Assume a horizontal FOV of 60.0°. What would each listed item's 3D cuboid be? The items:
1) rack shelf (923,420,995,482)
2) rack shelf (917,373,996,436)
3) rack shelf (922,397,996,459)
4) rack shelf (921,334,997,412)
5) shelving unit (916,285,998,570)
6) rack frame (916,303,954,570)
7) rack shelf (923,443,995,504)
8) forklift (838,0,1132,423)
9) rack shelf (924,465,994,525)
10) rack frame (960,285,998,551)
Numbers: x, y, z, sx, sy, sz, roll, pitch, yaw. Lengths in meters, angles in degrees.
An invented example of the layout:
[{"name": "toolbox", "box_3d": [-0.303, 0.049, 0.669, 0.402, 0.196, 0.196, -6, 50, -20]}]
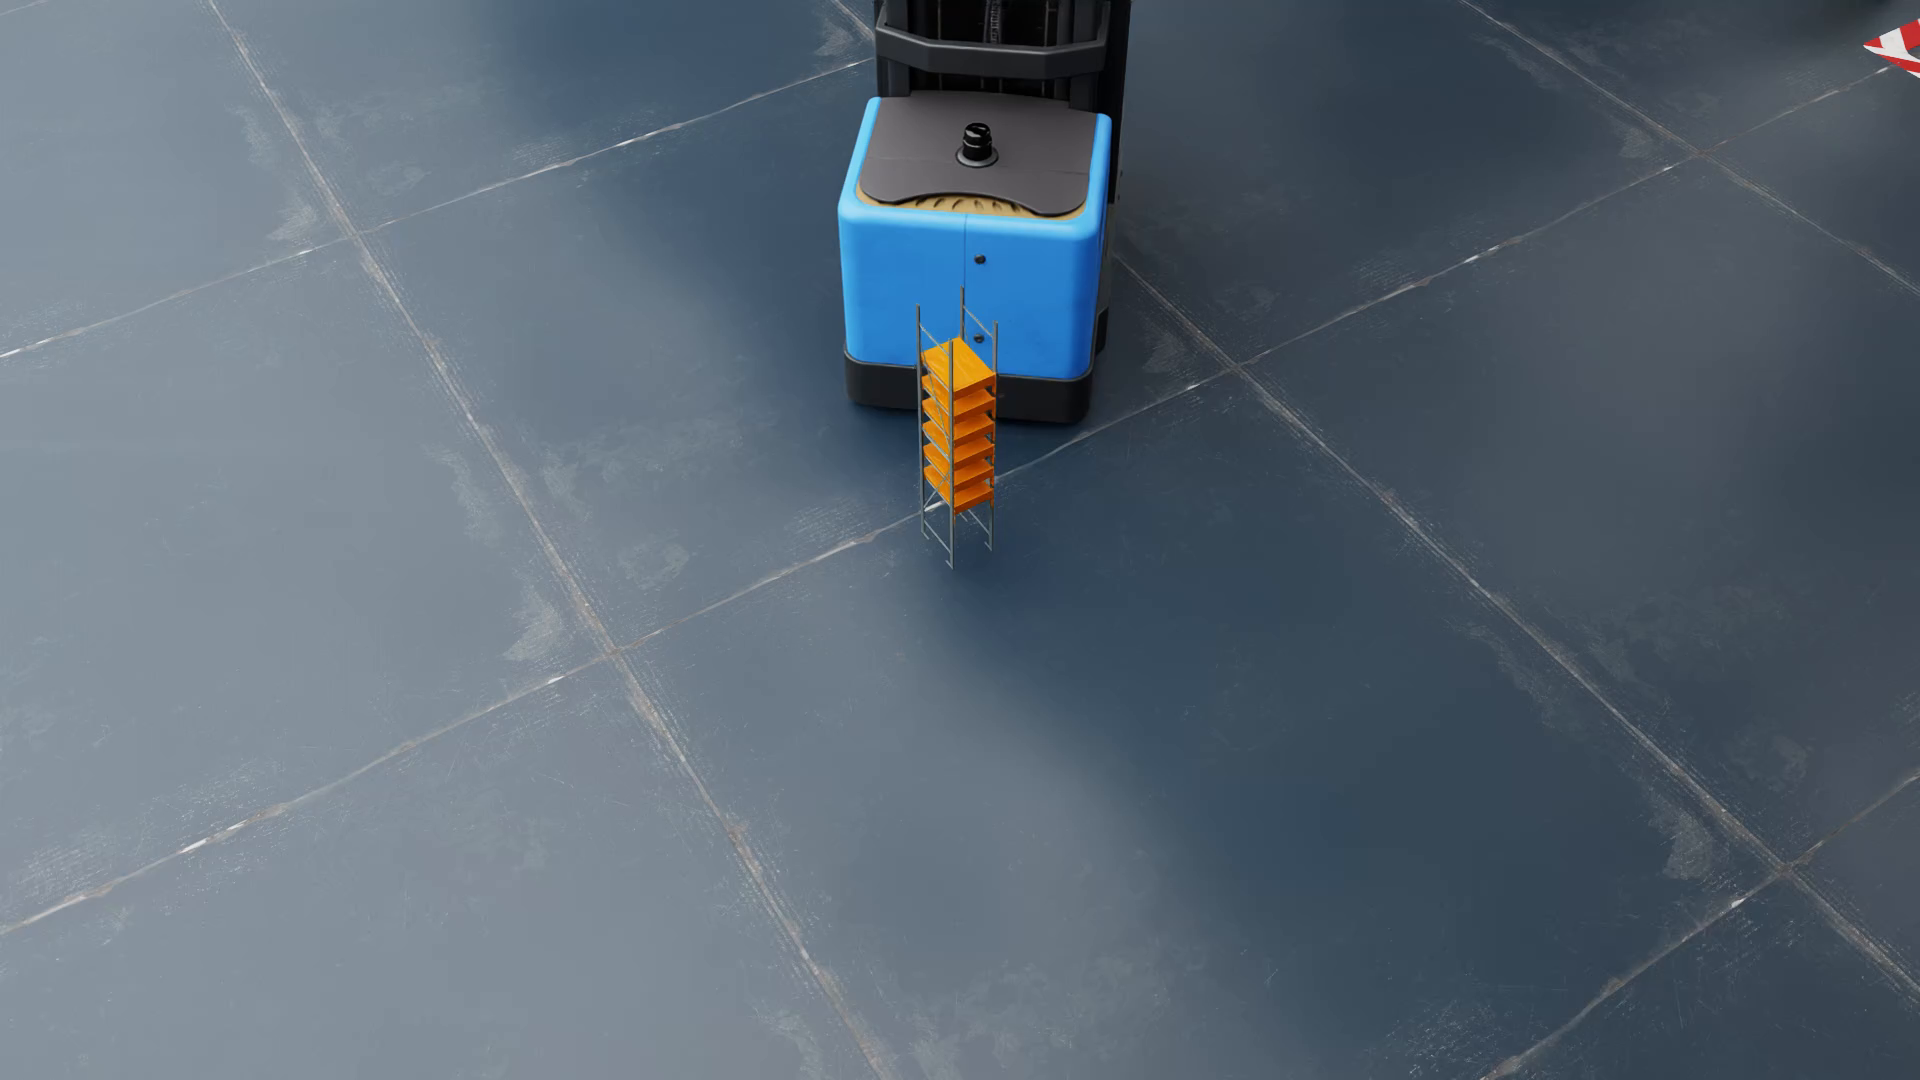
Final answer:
[{"name": "rack shelf", "box_3d": [-0.012, -0.364, 6.275, 0.180, 0.103, 0.258, -25, 53, -21]}, {"name": "rack shelf", "box_3d": [-0.012, -0.523, 6.096, 0.180, 0.103, 0.258, -25, 53, -21]}, {"name": "rack shelf", "box_3d": [-0.012, -0.444, 6.186, 0.180, 0.103, 0.258, -25, 53, -21]}, {"name": "rack shelf", "box_3d": [-0.012, -0.603, 6.006, 0.180, 0.103, 0.258, -25, 53, -21]}, {"name": "shelving unit", "box_3d": [-0.012, -0.393, 6.242, 0.189, 1.200, 0.258, -25, 53, -21]}, {"name": "rack frame", "box_3d": [-0.090, -0.357, 6.210, 0.006, 1.200, 0.240, -25, 53, -21]}, {"name": "rack shelf", "box_3d": [-0.012, -0.284, 6.365, 0.180, 0.103, 0.258, -25, 53, -21]}, {"name": "forklift", "box_3d": [0.210, -2.583, 7.033, 1.130, 2.935, 3.031, 5, 49, 5]}, {"name": "rack shelf", "box_3d": [-0.012, -0.204, 6.455, 0.180, 0.103, 0.258, -25, 53, -21]}, {"name": "rack frame", "box_3d": [0.065, -0.430, 6.275, 0.006, 1.200, 0.240, -25, 53, -21]}]
